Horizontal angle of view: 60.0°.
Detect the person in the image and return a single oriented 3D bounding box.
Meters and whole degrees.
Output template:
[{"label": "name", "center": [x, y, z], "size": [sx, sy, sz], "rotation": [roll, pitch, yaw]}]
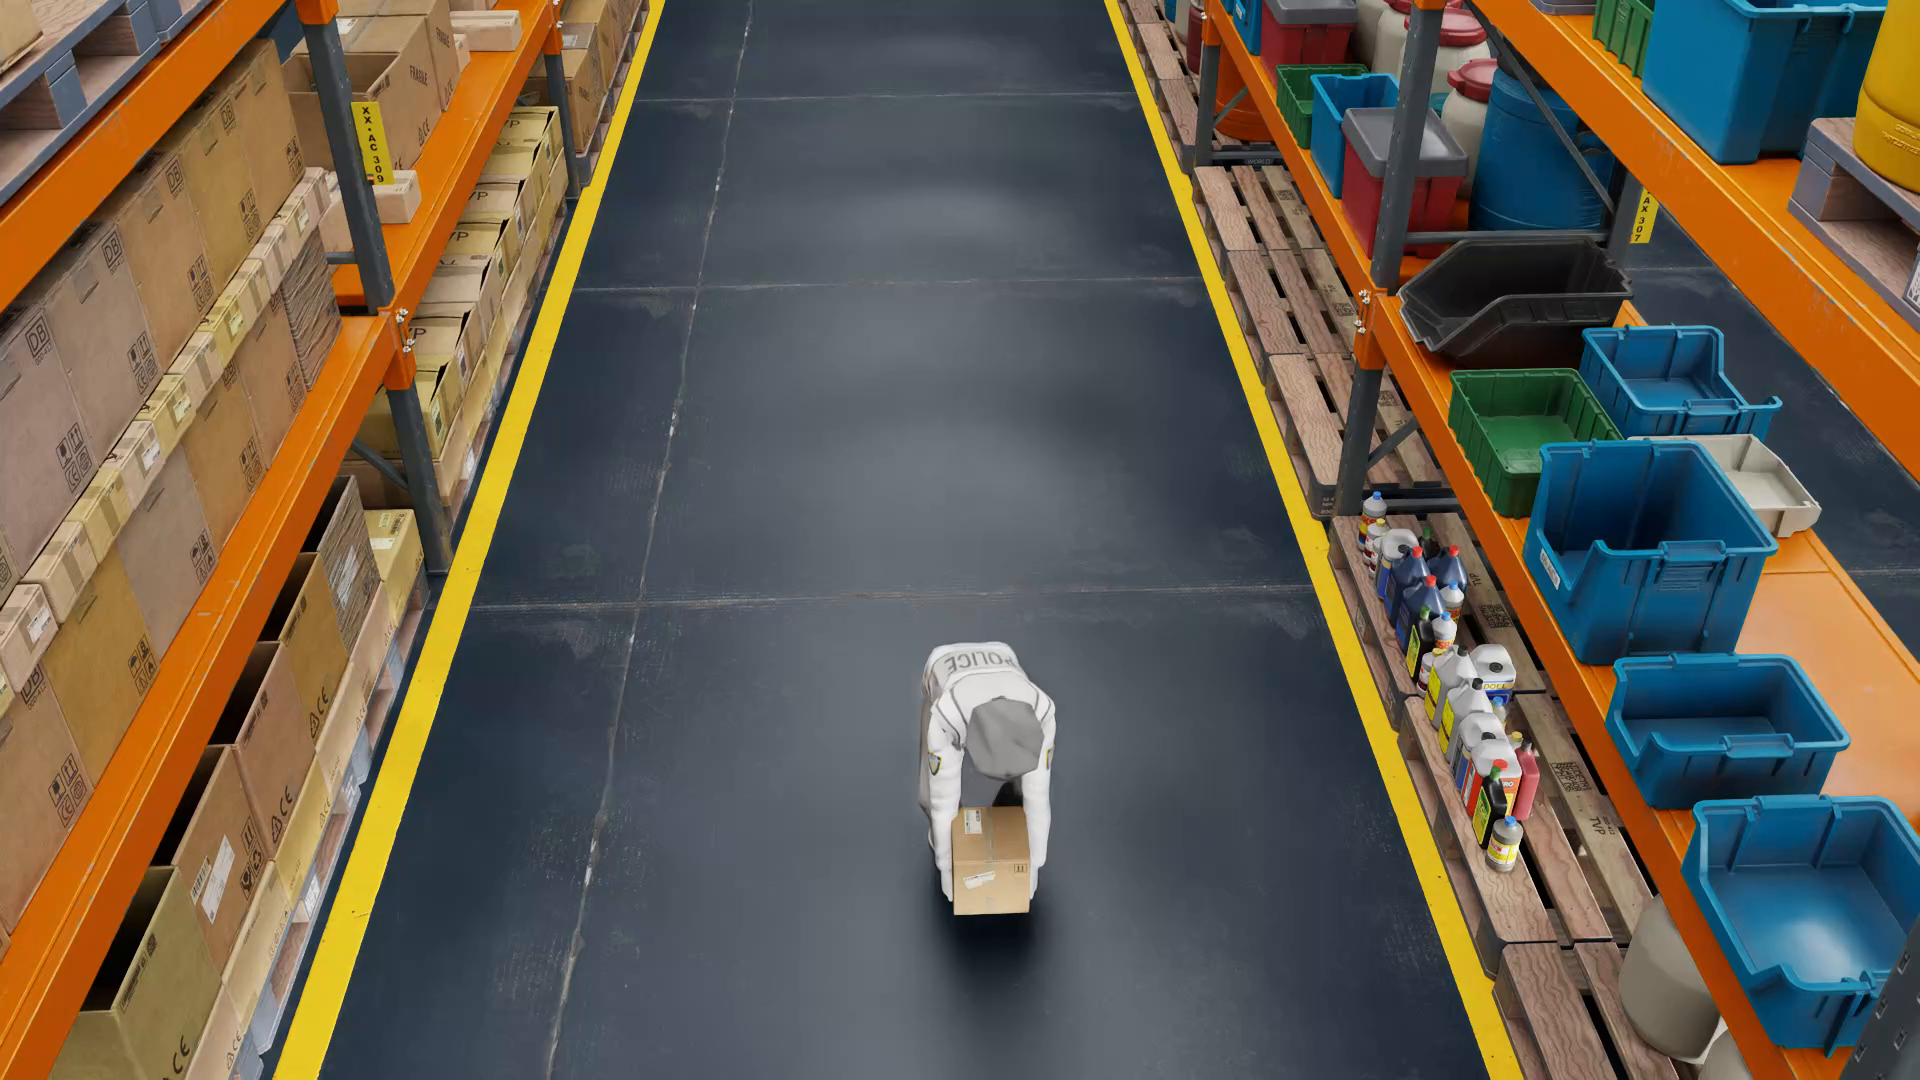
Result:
[{"label": "person", "center": [0.081, 0.752, 5.684], "size": [0.457, 0.983, 0.882], "rotation": [-3, 36, -4]}]
